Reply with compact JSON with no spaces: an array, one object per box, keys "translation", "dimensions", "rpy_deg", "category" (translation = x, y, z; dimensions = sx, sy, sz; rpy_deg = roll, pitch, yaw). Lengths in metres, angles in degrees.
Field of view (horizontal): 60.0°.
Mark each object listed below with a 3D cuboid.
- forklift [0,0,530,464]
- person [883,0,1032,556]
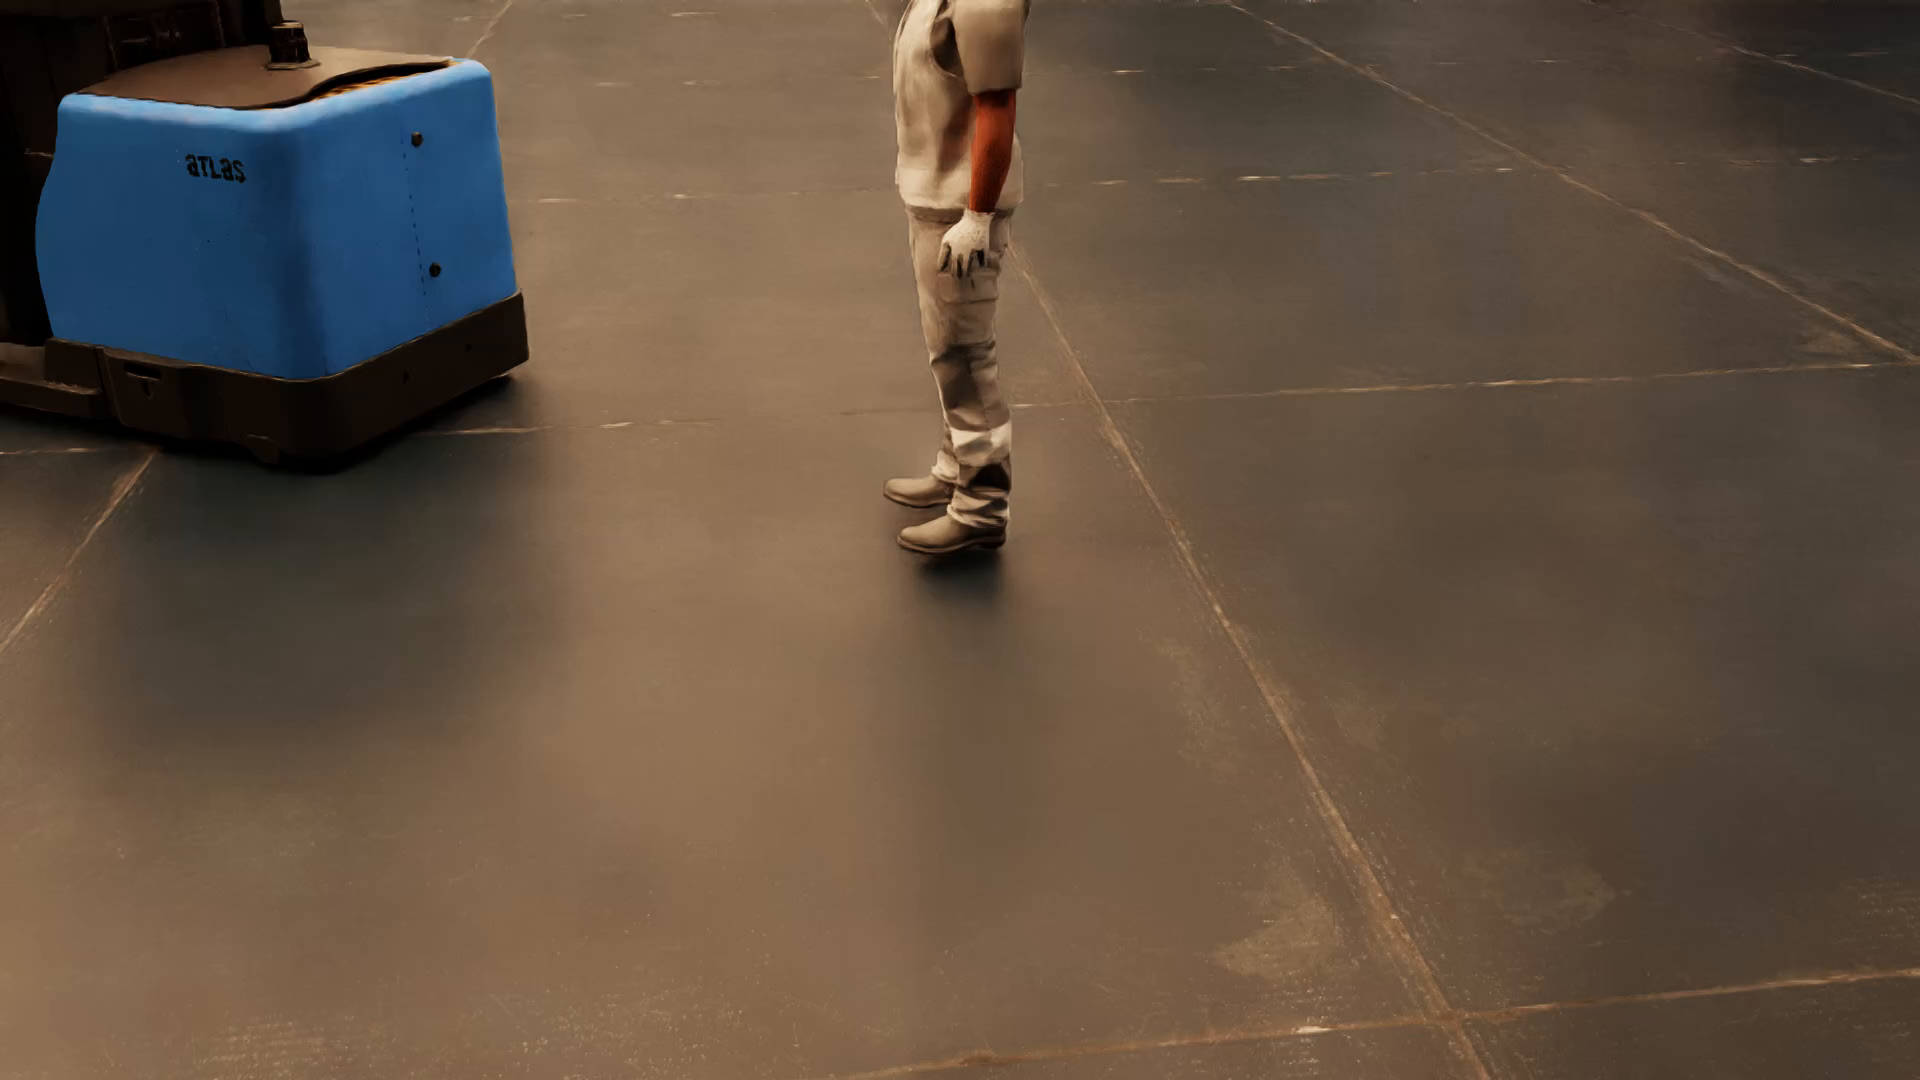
[{"translation":[-3.052,-1.958,5.293],"dimensions":[3.031,2.935,1.130],"rpy_deg":[11,28,21],"category":"forklift"},{"translation":[-0.021,-0.841,4.196],"dimensions":[0.349,1.795,0.540],"rpy_deg":[-3,26,-7],"category":"person"}]
